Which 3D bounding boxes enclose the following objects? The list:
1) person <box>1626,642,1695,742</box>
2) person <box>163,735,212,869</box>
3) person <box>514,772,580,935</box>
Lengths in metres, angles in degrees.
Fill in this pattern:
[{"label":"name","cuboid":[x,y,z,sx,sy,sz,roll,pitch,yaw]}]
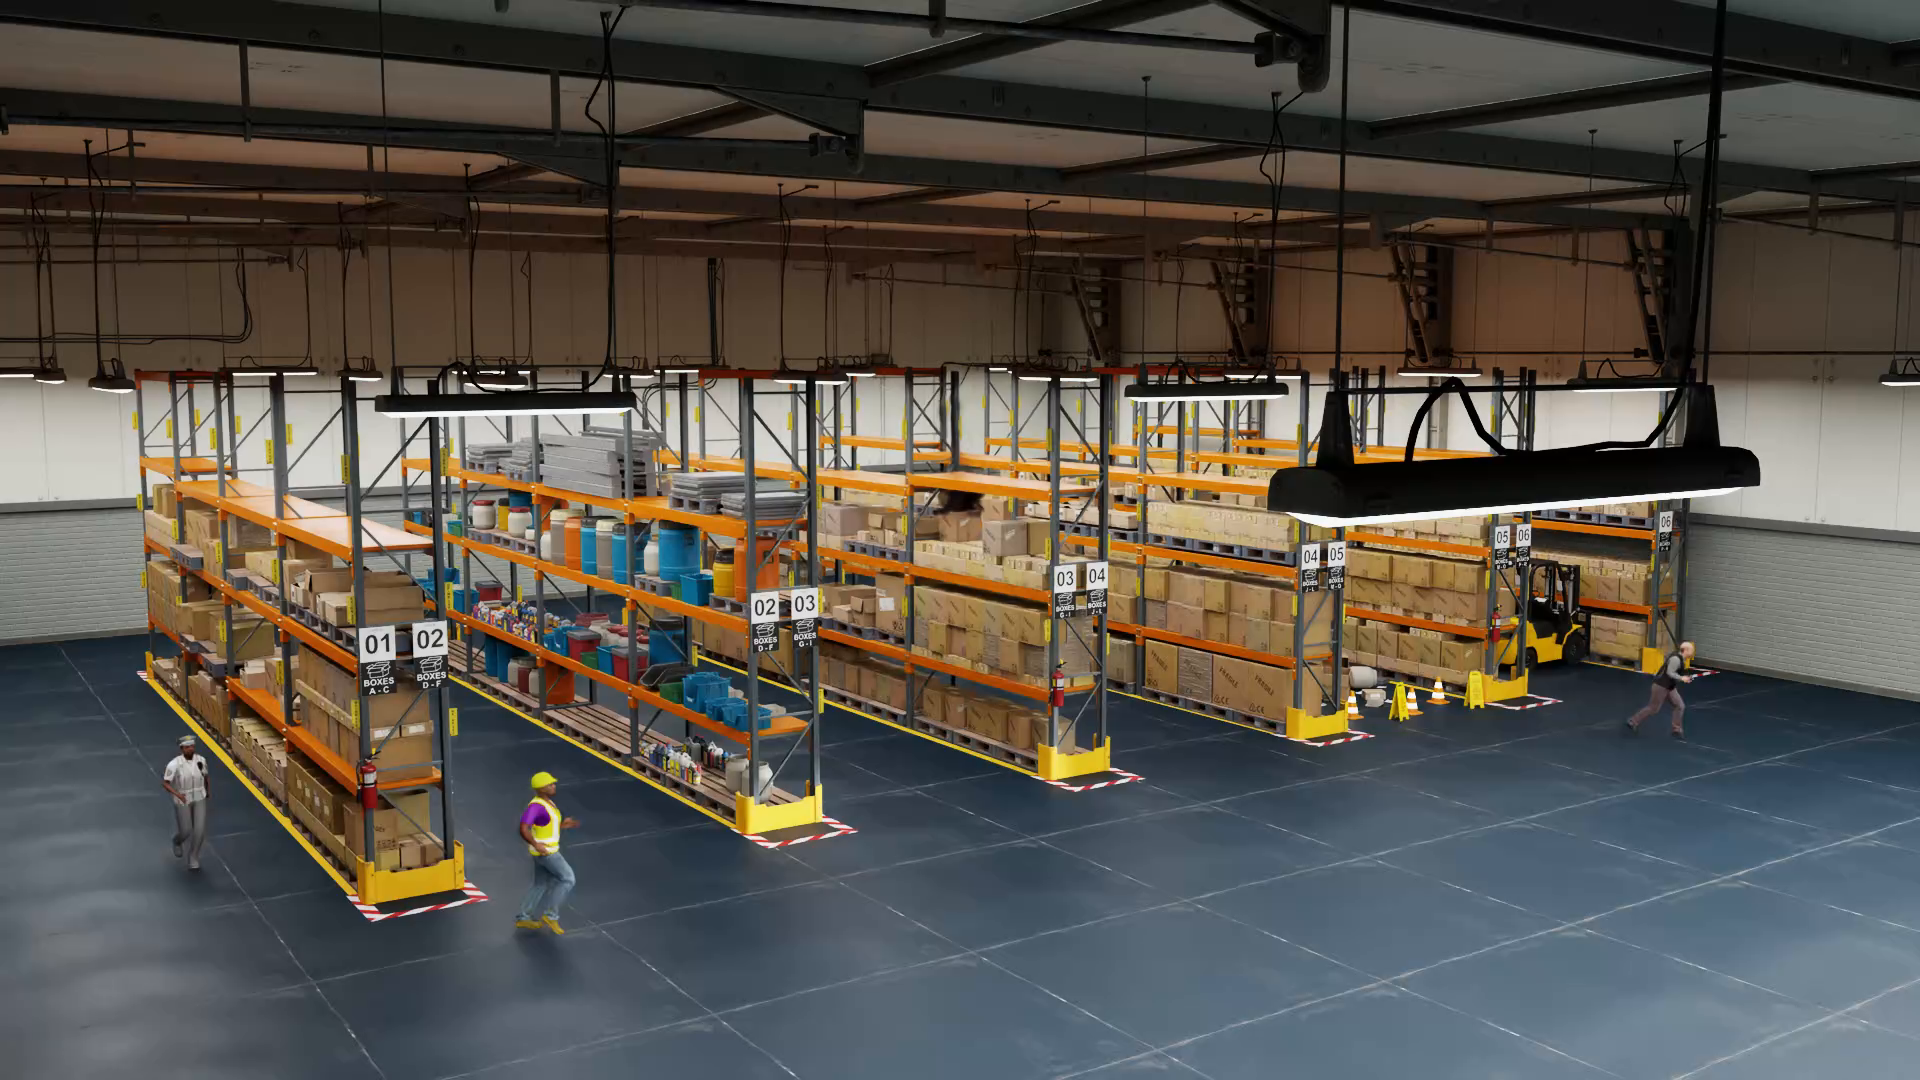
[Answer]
[{"label":"person","cuboid":[11.475,2.472,27.267,0.992,1.683,0.702,3,7,27]},{"label":"person","cuboid":[-9.503,3.199,20.502,0.562,1.655,0.589,-6,9,-44]},{"label":"person","cuboid":[-4.512,3.422,18.156,0.736,1.802,0.672,-2,7,-17]}]
